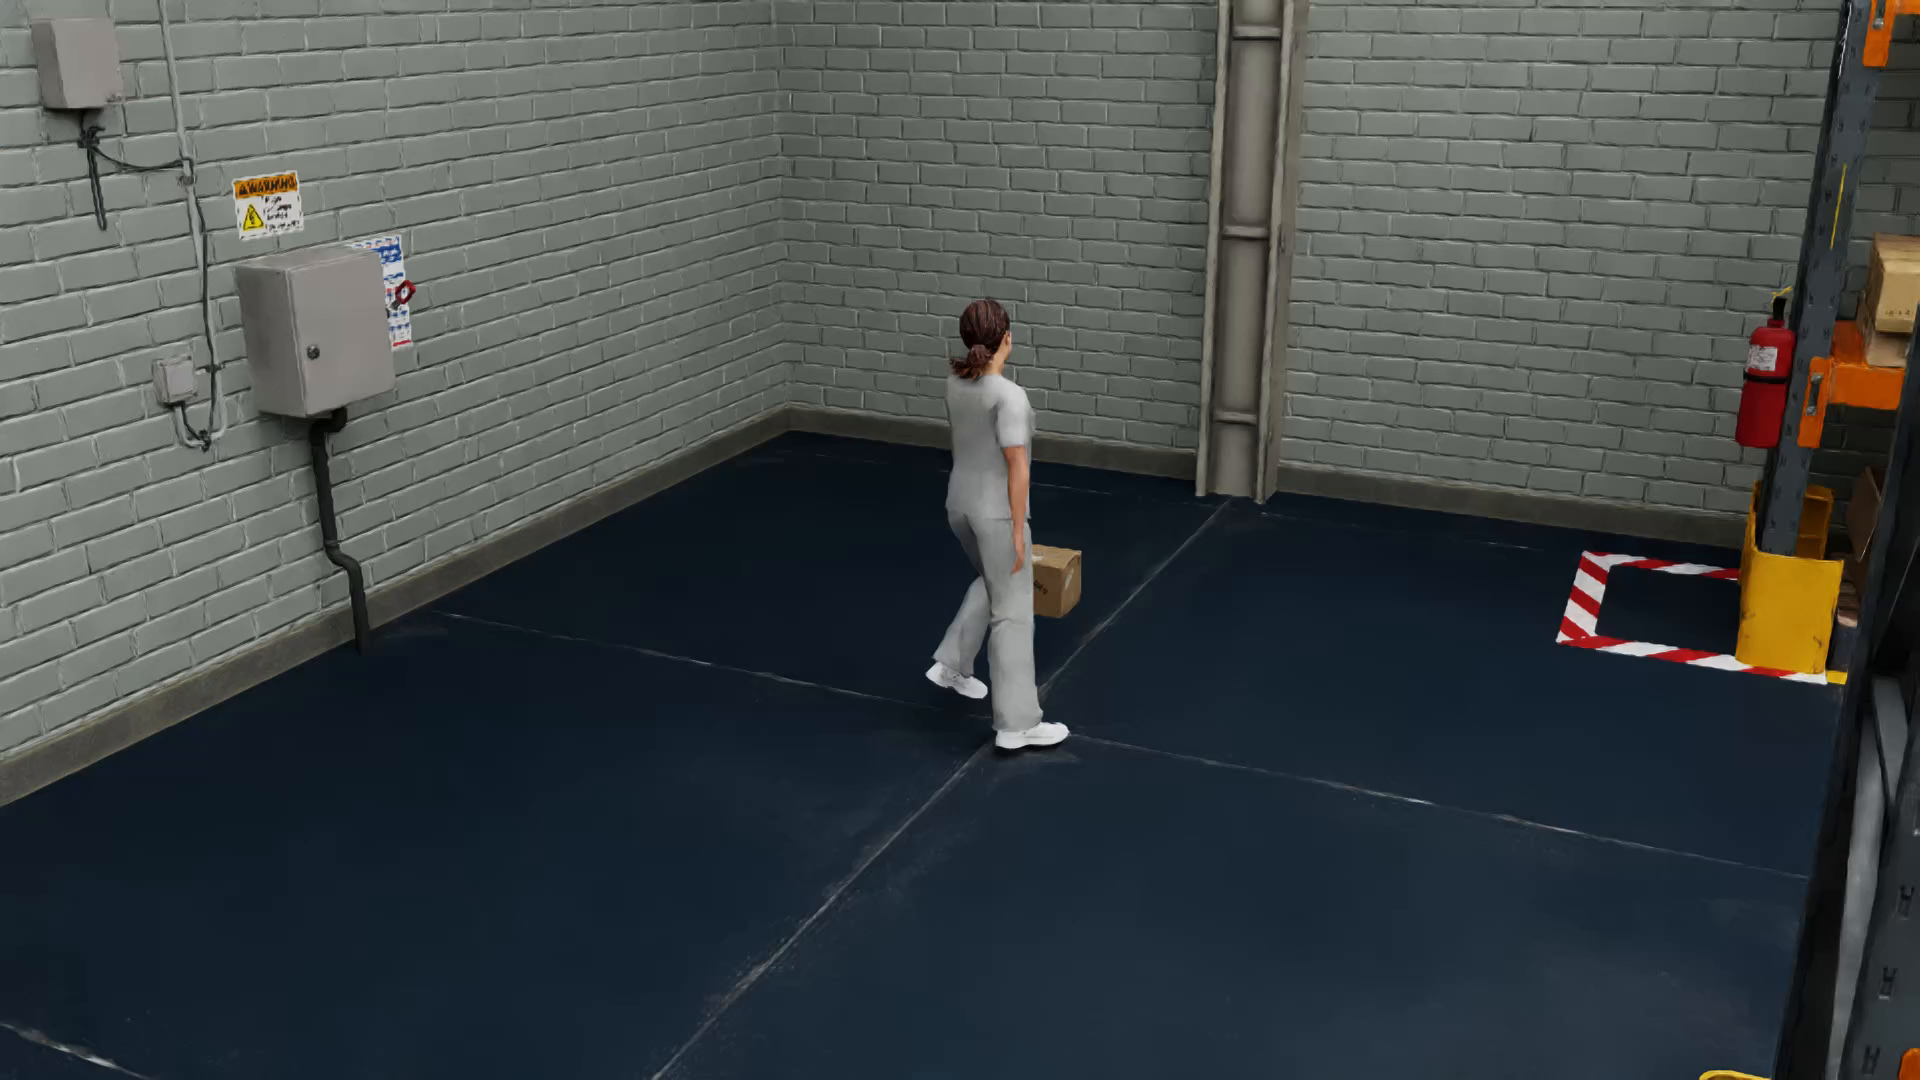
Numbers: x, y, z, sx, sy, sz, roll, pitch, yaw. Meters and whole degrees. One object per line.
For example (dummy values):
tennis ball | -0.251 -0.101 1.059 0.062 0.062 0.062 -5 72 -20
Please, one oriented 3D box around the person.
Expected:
person | 0.176 -0.071 6.255 0.459 1.656 0.581 -16 25 -39
